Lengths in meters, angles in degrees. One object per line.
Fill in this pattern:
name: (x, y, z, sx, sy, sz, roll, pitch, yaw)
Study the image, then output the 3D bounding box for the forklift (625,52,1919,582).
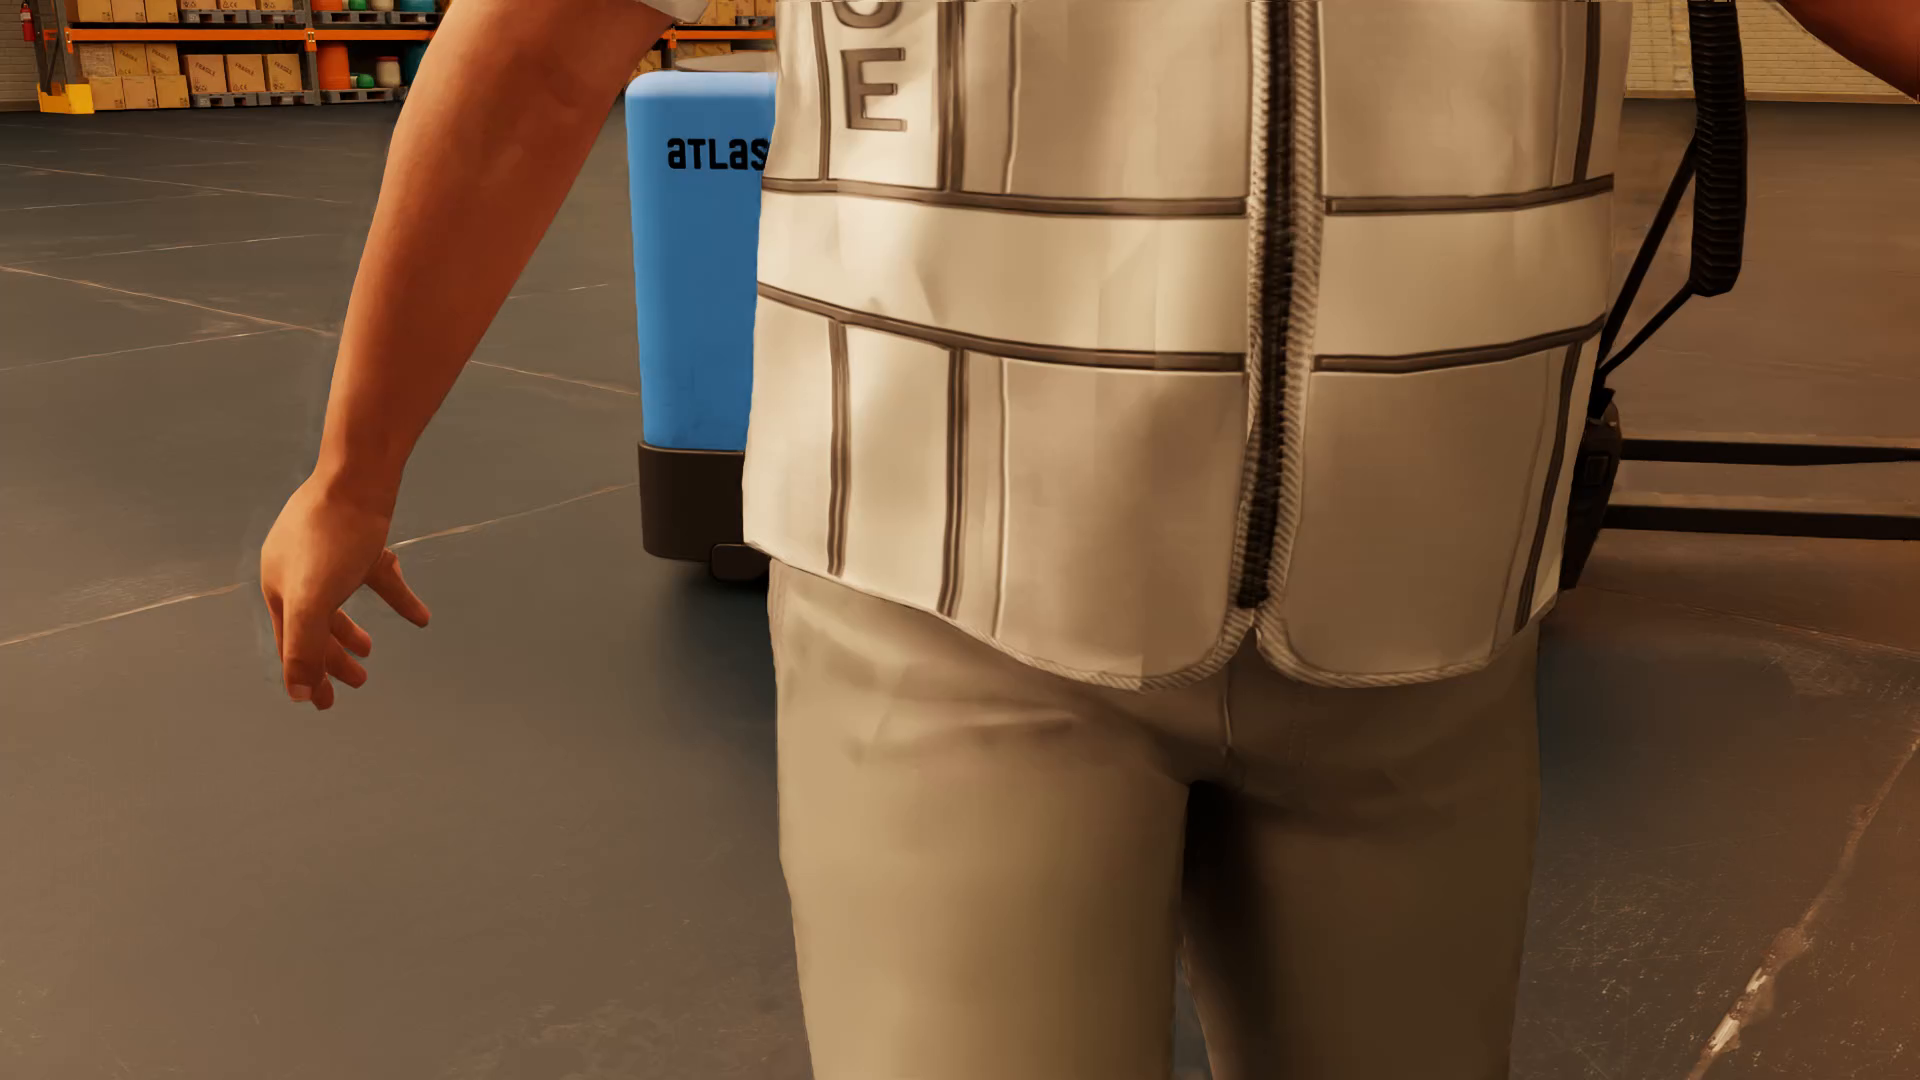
forklift: (0.868, -1.379, 3.437, 3.031, 2.935, 1.130, 3, 17, 8)
